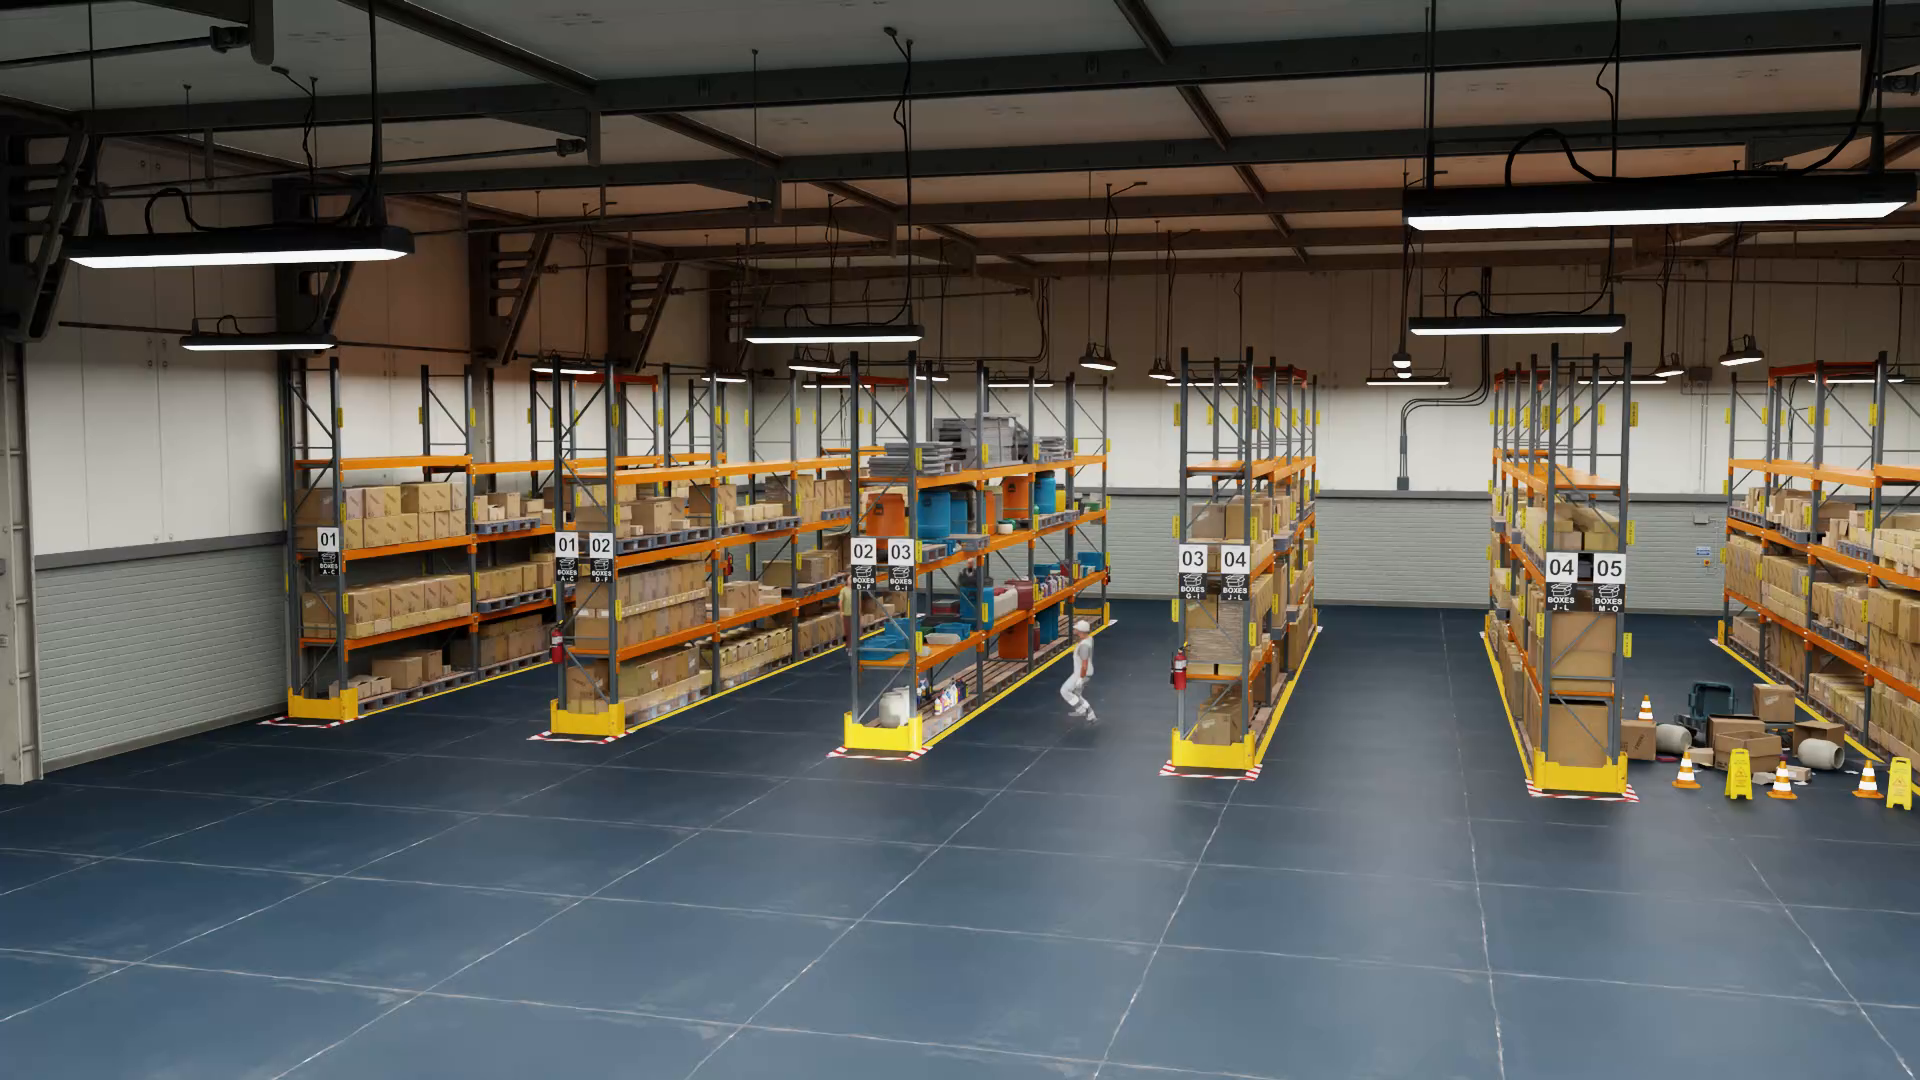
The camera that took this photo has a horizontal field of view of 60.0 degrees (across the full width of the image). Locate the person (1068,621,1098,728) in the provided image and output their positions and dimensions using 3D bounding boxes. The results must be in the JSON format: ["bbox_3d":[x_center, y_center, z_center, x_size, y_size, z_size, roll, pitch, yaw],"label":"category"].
[{"bbox_3d":[1.948,2.155,26.429,0.519,1.780,0.641,0,4,-2],"label":"person"}]

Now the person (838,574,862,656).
[{"bbox_3d":[-2.207,1.477,33.146,0.433,1.607,1.006,0,4,6],"label":"person"}]

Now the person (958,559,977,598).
[{"bbox_3d":[0.220,1.286,39.306,0.650,1.702,0.992,1,4,15],"label":"person"}]
